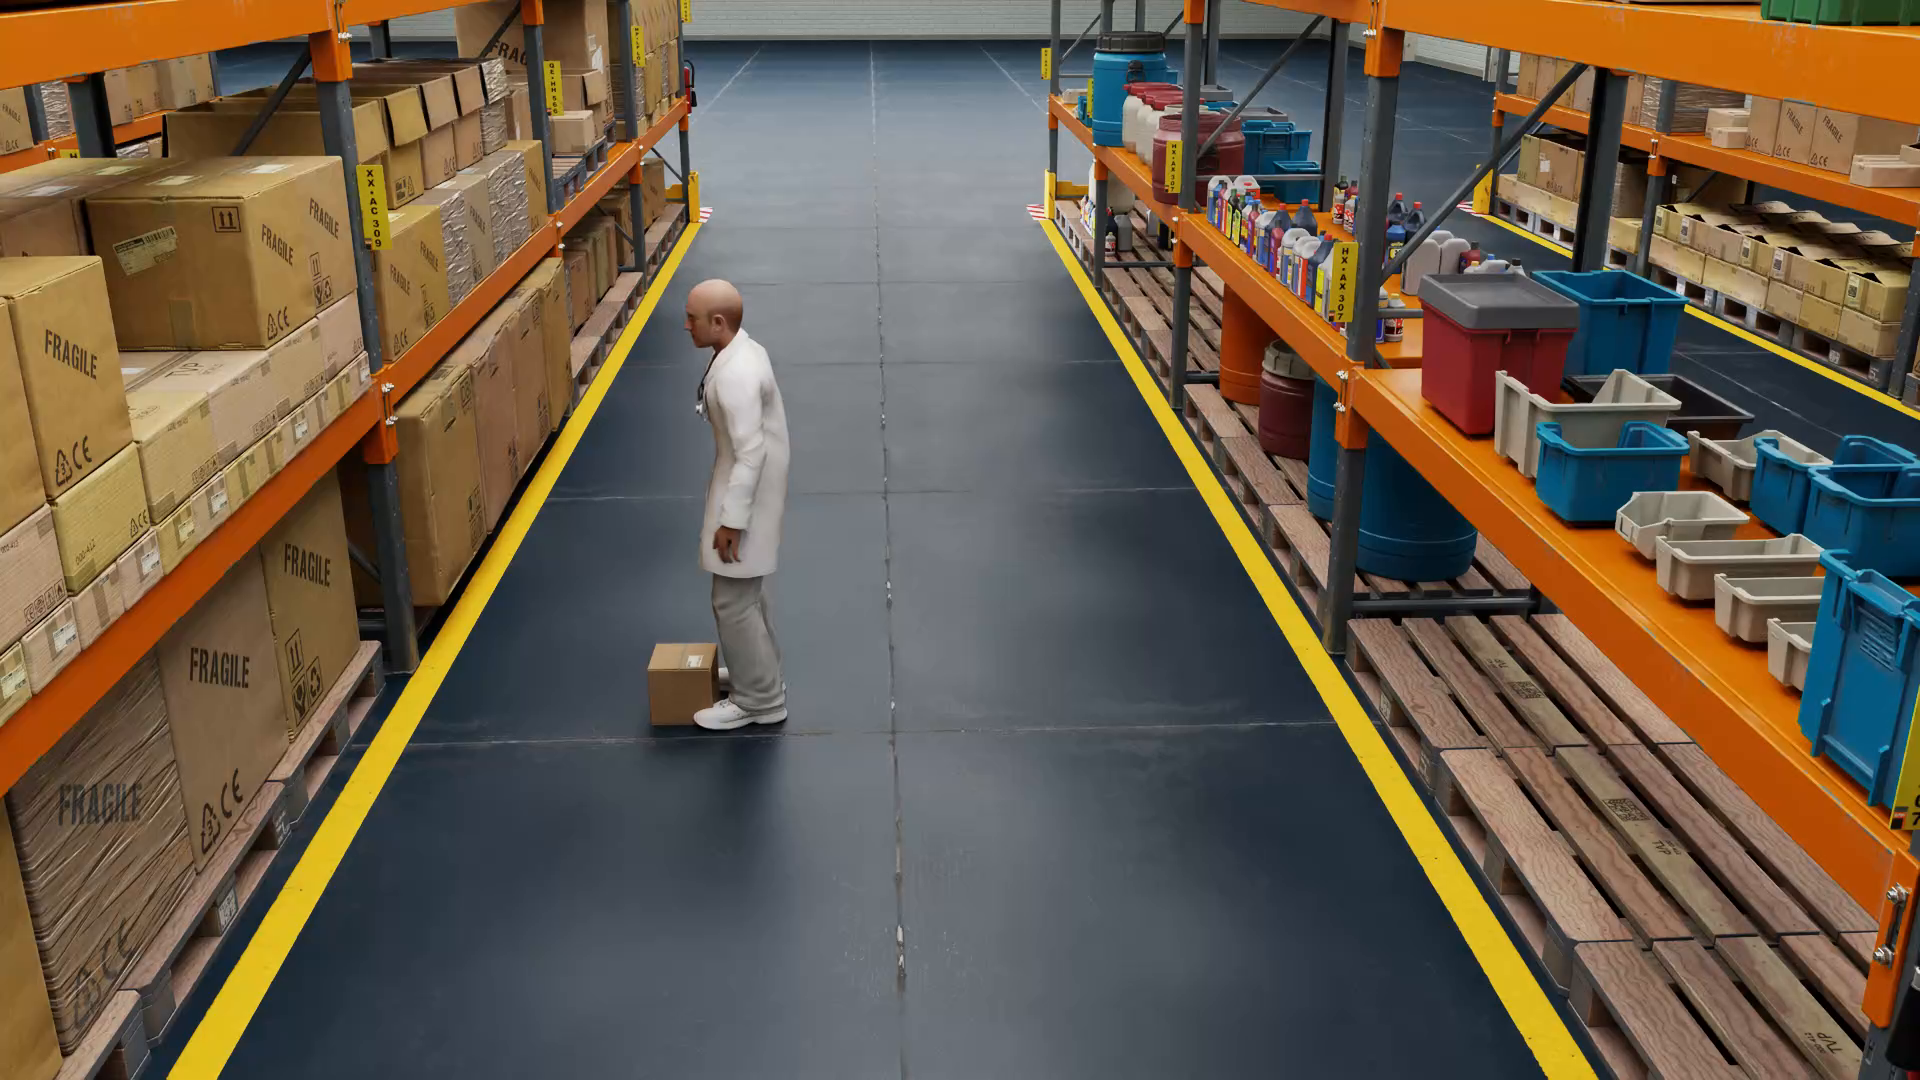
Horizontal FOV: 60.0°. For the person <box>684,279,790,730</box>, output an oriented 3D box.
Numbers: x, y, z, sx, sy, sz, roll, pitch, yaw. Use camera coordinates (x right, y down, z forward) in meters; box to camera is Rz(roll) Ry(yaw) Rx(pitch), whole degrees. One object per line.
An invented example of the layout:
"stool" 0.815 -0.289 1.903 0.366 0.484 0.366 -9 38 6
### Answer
"person" -0.866 -0.136 6.468 0.422 1.774 0.653 -2 20 -6
